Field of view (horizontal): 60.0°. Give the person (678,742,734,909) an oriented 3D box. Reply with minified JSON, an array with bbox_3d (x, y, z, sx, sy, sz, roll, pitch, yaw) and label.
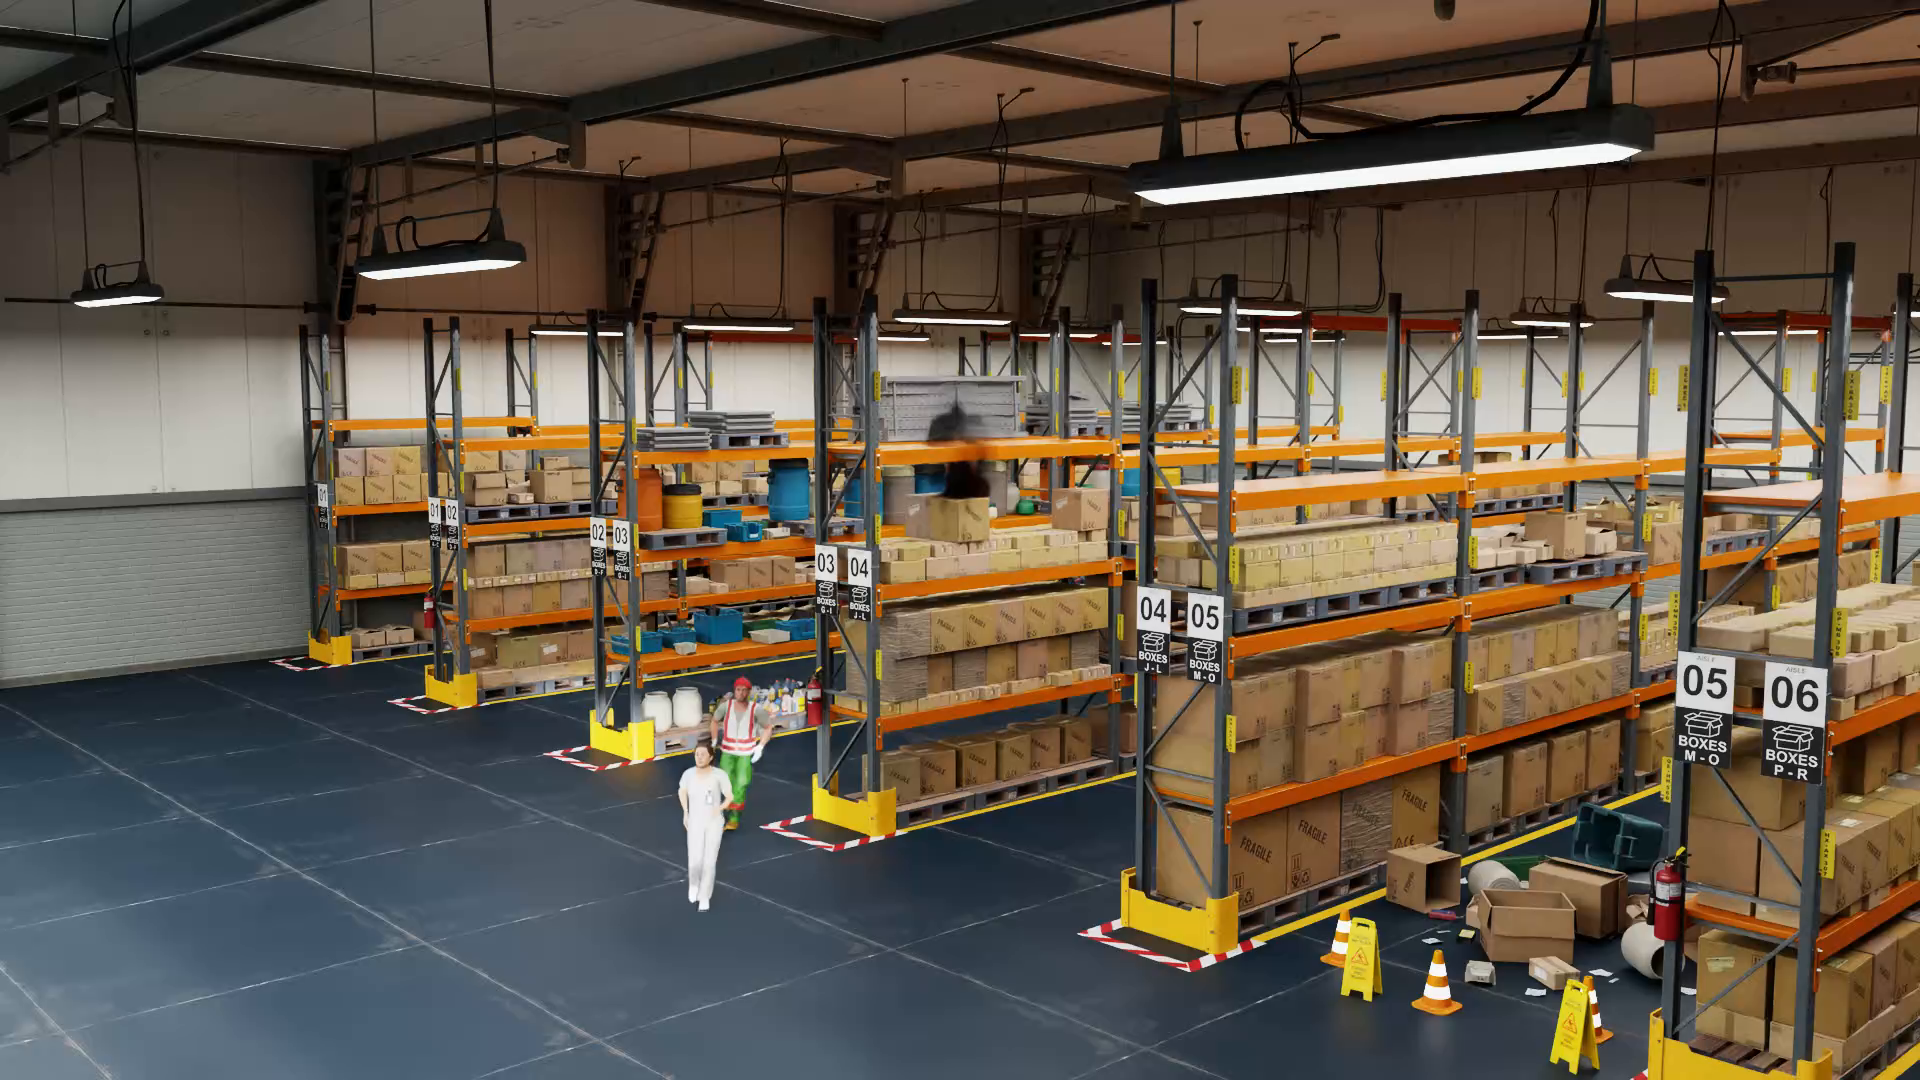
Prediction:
[{"bbox_3d":[-2.441,2.746,15.915,0.551,1.637,0.558,0,6,-1],"label":"person"}]

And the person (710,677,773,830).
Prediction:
[{"bbox_3d":[-2.486,2.405,18.926,0.712,1.737,0.601,0,6,2],"label":"person"}]
